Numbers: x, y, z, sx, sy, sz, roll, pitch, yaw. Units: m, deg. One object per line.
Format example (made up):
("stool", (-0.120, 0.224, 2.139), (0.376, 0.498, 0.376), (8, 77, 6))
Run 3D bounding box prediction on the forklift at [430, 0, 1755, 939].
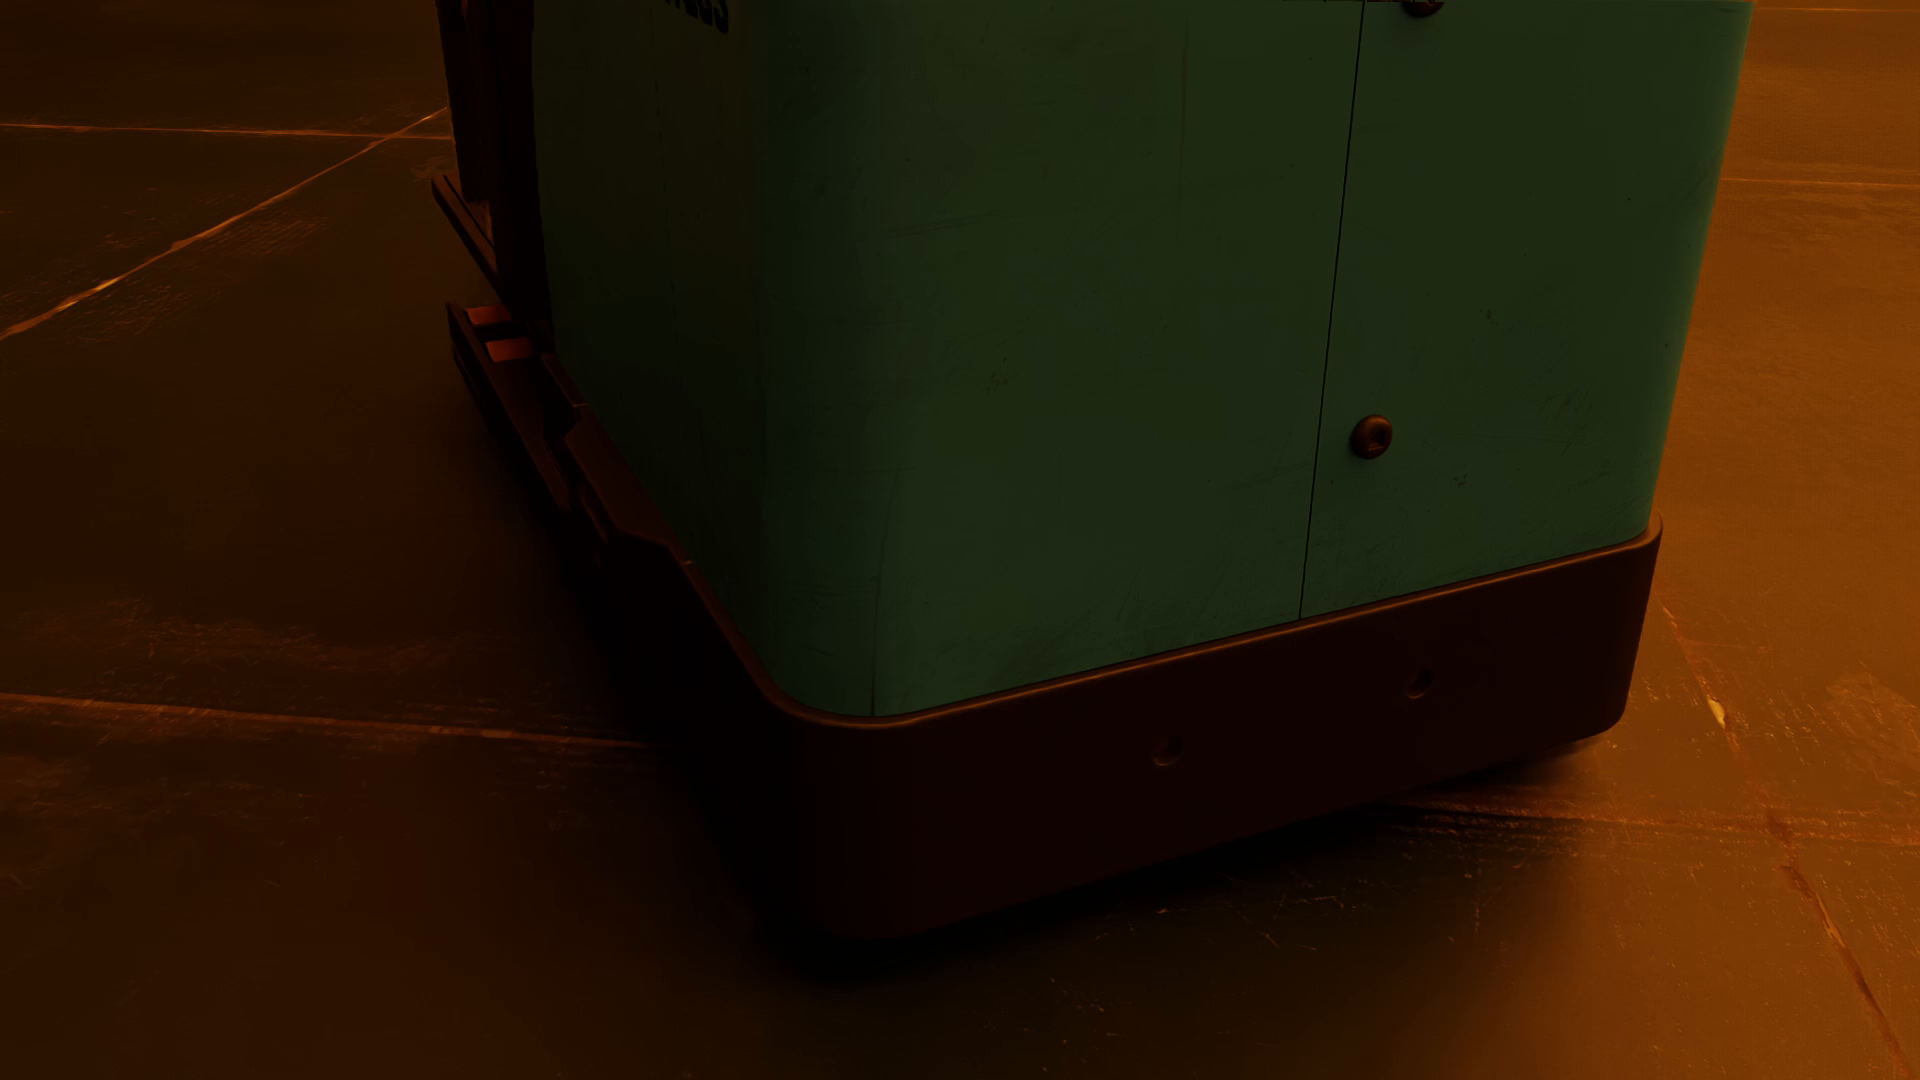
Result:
("forklift", (-0.280, -1.564, 2.353), (1.130, 2.935, 3.031), (-11, 29, -21))
